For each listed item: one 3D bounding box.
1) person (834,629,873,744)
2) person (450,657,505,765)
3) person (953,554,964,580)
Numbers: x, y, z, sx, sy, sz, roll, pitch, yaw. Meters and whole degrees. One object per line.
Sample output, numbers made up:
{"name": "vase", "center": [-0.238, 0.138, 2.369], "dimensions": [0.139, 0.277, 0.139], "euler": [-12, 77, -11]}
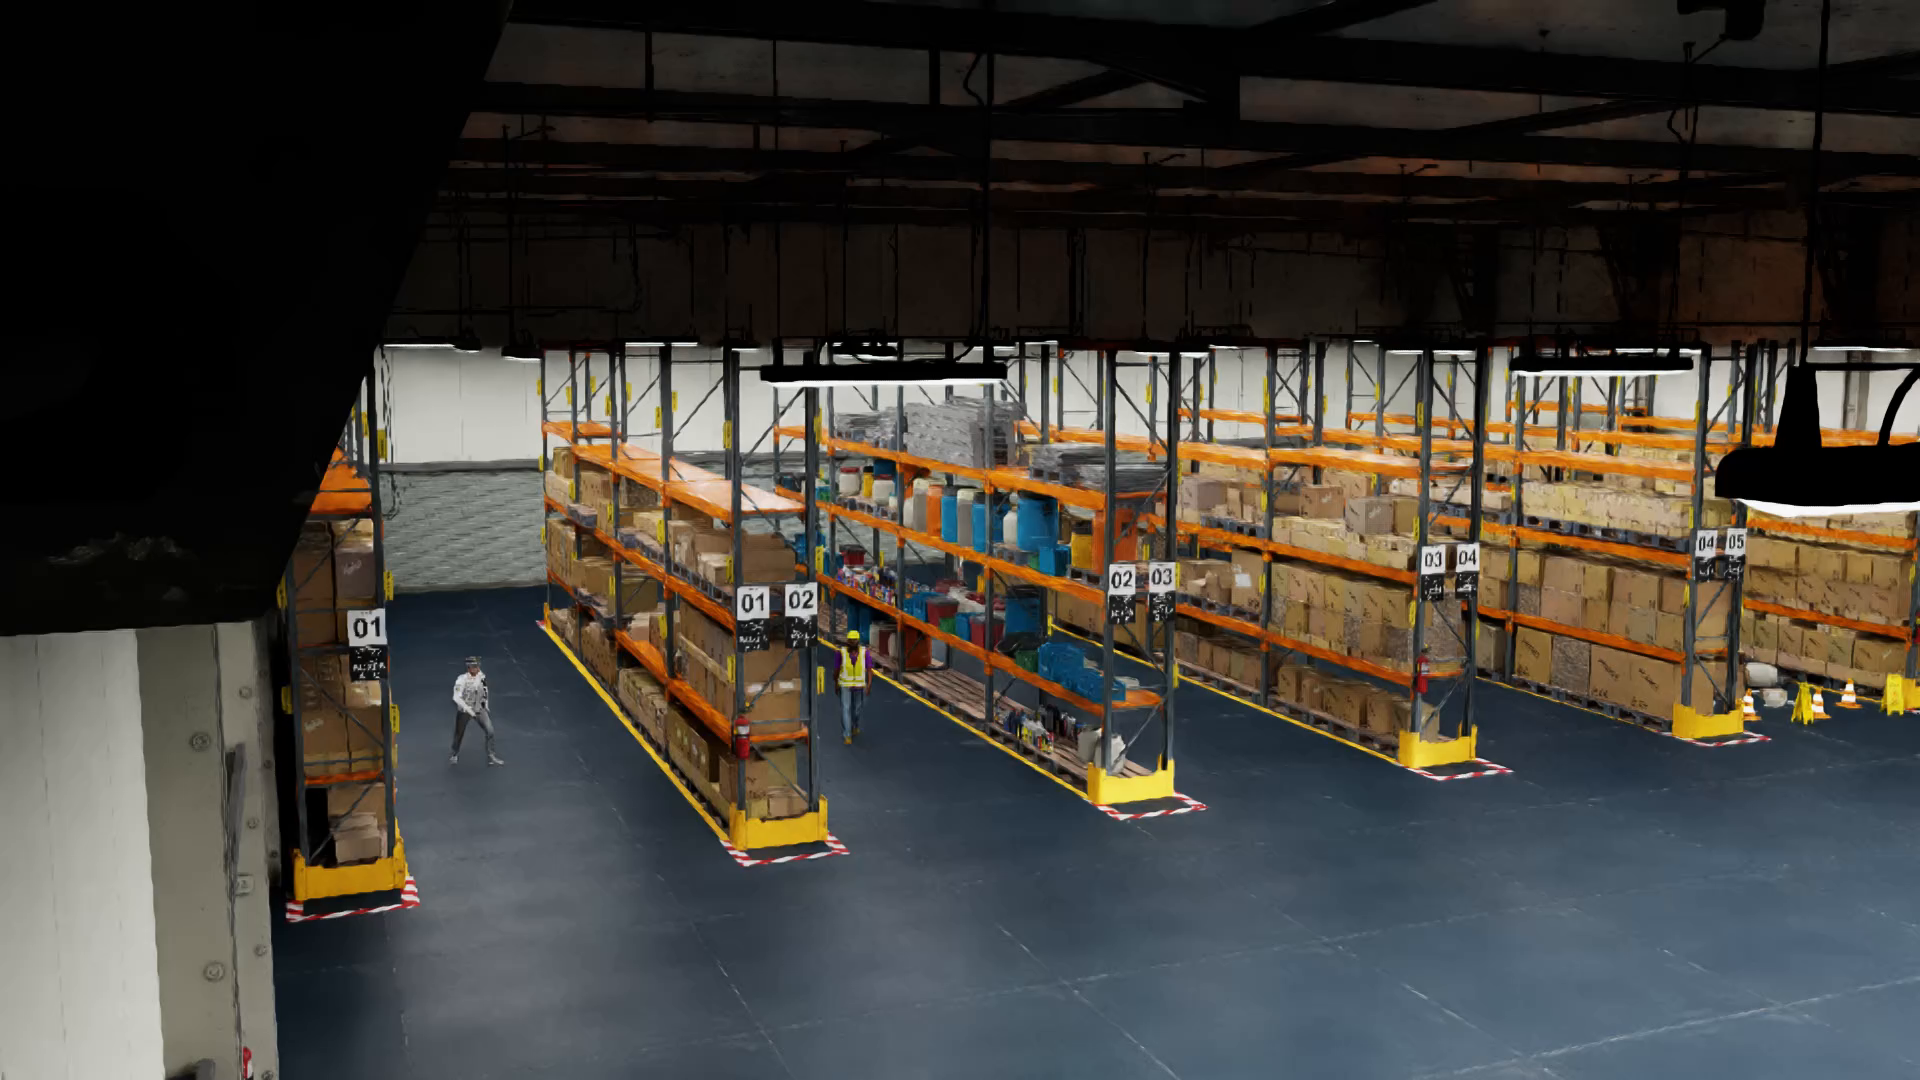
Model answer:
{"name": "person", "center": [-1.612, 2.198, 25.264], "dimensions": [0.569, 1.708, 1.042], "euler": [-2, 8, -13]}
{"name": "person", "center": [-7.002, 2.431, 23.855], "dimensions": [0.638, 1.607, 0.797], "euler": [-6, 9, -38]}
{"name": "person", "center": [-0.060, 0.671, 37.496], "dimensions": [0.575, 1.584, 0.646], "euler": [-4, 8, -28]}
